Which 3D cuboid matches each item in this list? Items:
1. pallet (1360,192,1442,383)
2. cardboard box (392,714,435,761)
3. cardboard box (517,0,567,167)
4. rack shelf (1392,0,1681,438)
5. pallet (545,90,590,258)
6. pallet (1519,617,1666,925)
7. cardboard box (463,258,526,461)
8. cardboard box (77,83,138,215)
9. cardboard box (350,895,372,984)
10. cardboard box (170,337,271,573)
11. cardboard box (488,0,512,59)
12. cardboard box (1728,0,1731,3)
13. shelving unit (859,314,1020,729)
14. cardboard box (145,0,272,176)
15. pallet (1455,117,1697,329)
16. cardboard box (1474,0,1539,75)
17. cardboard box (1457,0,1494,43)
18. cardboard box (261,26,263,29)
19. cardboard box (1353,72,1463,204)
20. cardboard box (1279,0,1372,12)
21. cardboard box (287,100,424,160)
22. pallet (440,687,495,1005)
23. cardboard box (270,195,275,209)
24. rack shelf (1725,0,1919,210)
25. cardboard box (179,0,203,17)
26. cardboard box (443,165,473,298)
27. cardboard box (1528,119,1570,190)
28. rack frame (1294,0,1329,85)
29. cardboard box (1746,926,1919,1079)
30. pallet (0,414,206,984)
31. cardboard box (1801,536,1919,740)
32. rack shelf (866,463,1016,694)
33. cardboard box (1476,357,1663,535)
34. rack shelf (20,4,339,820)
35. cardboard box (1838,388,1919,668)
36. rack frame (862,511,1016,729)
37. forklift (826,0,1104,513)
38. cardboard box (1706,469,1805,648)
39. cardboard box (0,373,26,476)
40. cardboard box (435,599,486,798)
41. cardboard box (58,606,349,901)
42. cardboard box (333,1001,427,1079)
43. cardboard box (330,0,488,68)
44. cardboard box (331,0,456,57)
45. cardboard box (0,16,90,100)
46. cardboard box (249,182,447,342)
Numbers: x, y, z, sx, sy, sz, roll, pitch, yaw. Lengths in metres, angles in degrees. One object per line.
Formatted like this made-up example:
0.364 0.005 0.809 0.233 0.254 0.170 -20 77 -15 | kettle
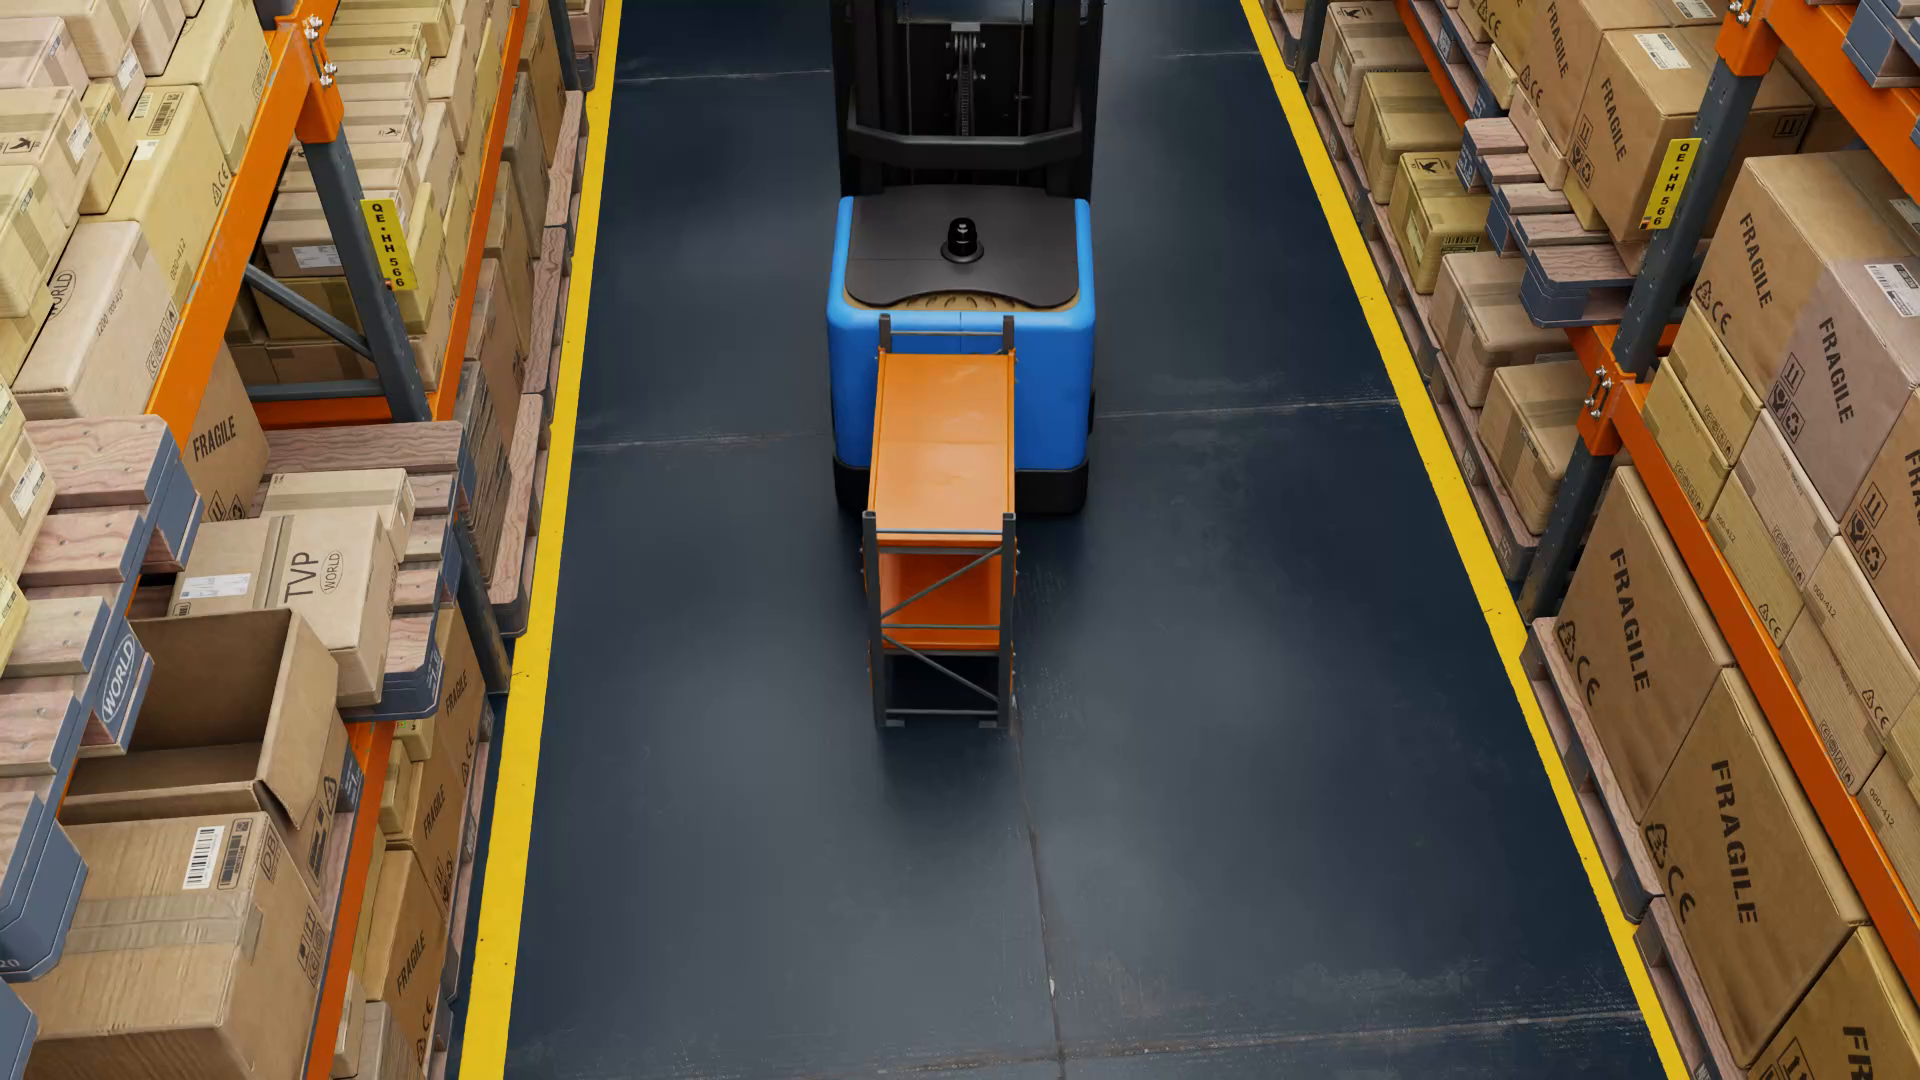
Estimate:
2.562 -1.248 7.923 1.003 0.211 1.213 -3 47 -3 | pallet
-1.874 0.574 5.263 0.380 0.149 0.250 -6 47 -5 | cardboard box
-2.501 -2.301 8.346 0.875 0.625 0.625 -2 47 -2 | cardboard box
2.557 -1.960 7.172 1.077 0.370 4.000 -3 47 -3 | rack shelf
-2.456 -1.861 8.503 1.003 0.211 1.213 -3 47 -3 | pallet
2.715 0.773 6.009 1.003 0.211 1.213 -3 47 -3 | pallet
-2.323 -0.708 6.838 0.875 0.625 0.625 -2 47 -2 | cardboard box
-1.889 -0.774 3.316 0.380 0.149 0.250 -3 47 -3 | cardboard box
-1.898 1.141 4.726 0.380 0.149 0.250 -4 47 -4 | cardboard box
-2.334 -0.253 4.702 0.500 0.500 0.500 -2 47 -1 | cardboard box
-2.195 -2.225 7.031 0.500 0.250 0.500 -3 47 -3 | cardboard box
2.867 -1.758 5.922 0.500 0.500 0.500 -1 47 -1 | cardboard box
-0.059 -0.064 6.172 0.538 1.125 1.048 1 47 1 | shelving unit
-1.937 -1.079 3.880 0.500 0.250 0.500 -5 47 -5 | cardboard box
2.559 -1.204 6.093 1.213 0.211 1.003 -3 47 -3 | pallet
2.312 -2.092 6.239 0.500 0.500 0.500 -6 47 -6 | cardboard box
2.254 -2.158 6.748 0.380 0.149 0.250 -5 47 -5 | cardboard box
-2.683 -1.853 6.060 0.380 0.149 0.250 -4 47 -4 | cardboard box
2.500 -1.996 8.232 0.950 0.372 0.625 -1 47 -1 | cardboard box
2.072 -3.265 9.517 0.500 0.250 0.500 -2 47 -1 | cardboard box
-2.025 -1.339 5.573 0.380 0.149 0.250 -2 47 -2 | cardboard box
-2.197 1.045 5.751 1.003 0.211 1.213 -3 47 -3 | pallet
-2.581 -1.254 5.767 0.500 0.250 0.500 -3 47 -3 | cardboard box
2.892 -0.097 3.342 1.077 0.370 4.000 -3 47 -3 | rack shelf
-1.952 -1.331 3.844 0.380 0.149 0.250 -3 47 -2 | cardboard box
-2.052 -1.104 5.970 0.500 0.250 0.500 -4 47 -4 | cardboard box
2.302 -1.410 6.040 0.380 0.149 0.250 -4 47 -4 | cardboard box
2.390 -3.654 8.282 1.000 3.000 0.127 -3 47 -3 | rack frame
2.844 1.623 4.458 0.875 0.875 0.875 -2 47 -2 | cardboard box
-1.961 0.245 2.652 1.213 0.211 1.003 -3 47 -3 | pallet
2.592 0.236 4.356 0.500 0.250 0.500 -4 47 -3 | cardboard box
-0.059 0.105 6.349 0.538 0.278 1.000 1 47 1 | rack shelf
2.687 -0.411 6.730 0.950 0.372 0.625 -6 47 -6 | cardboard box
-2.054 0.207 3.054 1.077 0.370 4.000 -3 47 -3 | rack shelf
2.601 -0.033 4.095 0.500 0.500 0.500 -2 47 -2 | cardboard box
-0.068 0.306 5.822 0.500 1.125 0.032 1 47 1 | rack frame
0.031 -2.175 6.927 1.130 2.935 3.031 1 47 1 | forklift
2.575 0.031 4.895 0.500 0.250 0.500 -5 47 -4 | cardboard box
-1.662 -0.141 2.499 0.380 0.149 0.250 -3 47 -3 | cardboard box
-1.972 0.552 5.730 0.500 0.500 0.500 -2 47 -2 | cardboard box
-1.901 0.534 3.955 0.797 0.503 0.637 -4 47 -4 | cardboard box
-1.832 1.668 4.673 0.500 0.500 0.500 -5 47 -5 | cardboard box
-2.150 -2.022 6.495 0.500 0.250 0.500 -3 47 -3 | cardboard box
-2.073 -1.895 6.100 0.380 0.149 0.250 -3 47 -2 | cardboard box
-1.929 -0.872 3.204 0.380 0.149 0.250 -4 47 -4 | cardboard box
-1.990 -0.914 5.445 0.500 0.250 0.500 -4 47 -3 | cardboard box
